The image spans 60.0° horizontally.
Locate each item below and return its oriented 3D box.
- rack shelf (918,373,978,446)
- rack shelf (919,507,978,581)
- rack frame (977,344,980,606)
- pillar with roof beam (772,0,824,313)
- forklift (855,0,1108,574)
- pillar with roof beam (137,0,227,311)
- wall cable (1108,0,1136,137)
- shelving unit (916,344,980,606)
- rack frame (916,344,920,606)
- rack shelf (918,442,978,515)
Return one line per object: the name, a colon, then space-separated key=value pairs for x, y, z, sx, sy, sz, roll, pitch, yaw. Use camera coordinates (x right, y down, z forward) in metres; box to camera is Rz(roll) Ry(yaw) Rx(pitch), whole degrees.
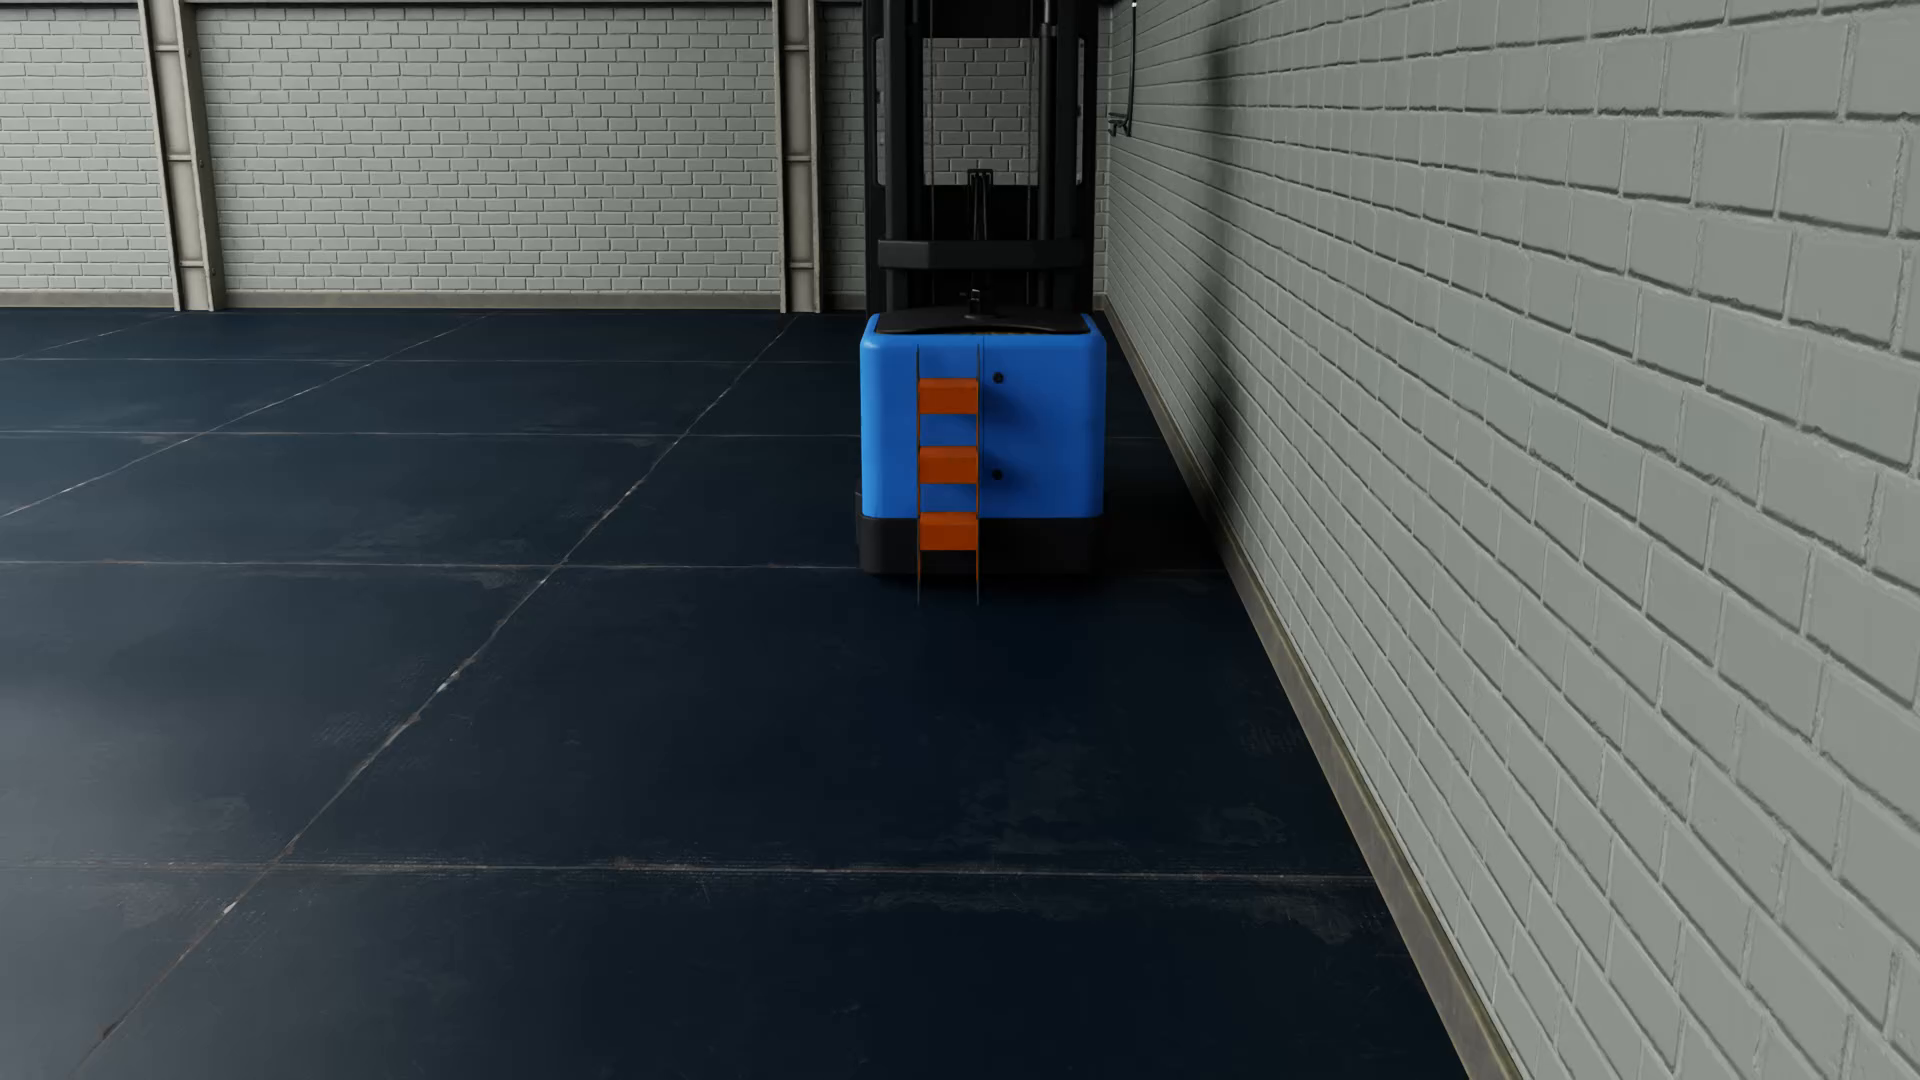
rack shelf: x=-0.048 y=-0.526 z=6.700 sx=0.240 sy=0.259 sz=0.215 roll=0 pitch=15 yaw=0
rack shelf: x=-0.048 y=0.016 z=6.848 sx=0.240 sy=0.259 sz=0.215 roll=0 pitch=15 yaw=0
rack frame: x=0.074 y=-0.262 z=6.772 sx=0.008 sy=1.050 sz=0.200 roll=0 pitch=15 yaw=0
pillar with roof beam: x=-1.664 y=-5.514 z=11.101 sx=0.400 sy=9.000 sz=9.100 roll=0 pitch=15 yaw=1
forklift: x=0.091 y=-1.590 z=8.119 sx=1.130 sy=2.935 sz=3.031 roll=0 pitch=15 yaw=0
pillar with roof beam: x=-7.662 y=-5.553 z=11.249 sx=0.400 sy=9.000 sz=9.100 roll=0 pitch=15 yaw=1
wall cable: x=1.357 y=-4.754 z=14.307 sx=0.112 sy=2.526 sz=3.097 roll=0 pitch=15 yaw=1
shelving unit: x=-0.048 y=-0.262 z=6.772 sx=0.252 sy=1.050 sz=0.215 roll=0 pitch=15 yaw=0
rack frame: x=-0.170 y=-0.262 z=6.771 sx=0.008 sy=1.050 sz=0.200 roll=0 pitch=15 yaw=0
rack shelf: x=-0.048 y=-0.252 z=6.774 sx=0.240 sy=0.259 sz=0.215 roll=0 pitch=15 yaw=0
